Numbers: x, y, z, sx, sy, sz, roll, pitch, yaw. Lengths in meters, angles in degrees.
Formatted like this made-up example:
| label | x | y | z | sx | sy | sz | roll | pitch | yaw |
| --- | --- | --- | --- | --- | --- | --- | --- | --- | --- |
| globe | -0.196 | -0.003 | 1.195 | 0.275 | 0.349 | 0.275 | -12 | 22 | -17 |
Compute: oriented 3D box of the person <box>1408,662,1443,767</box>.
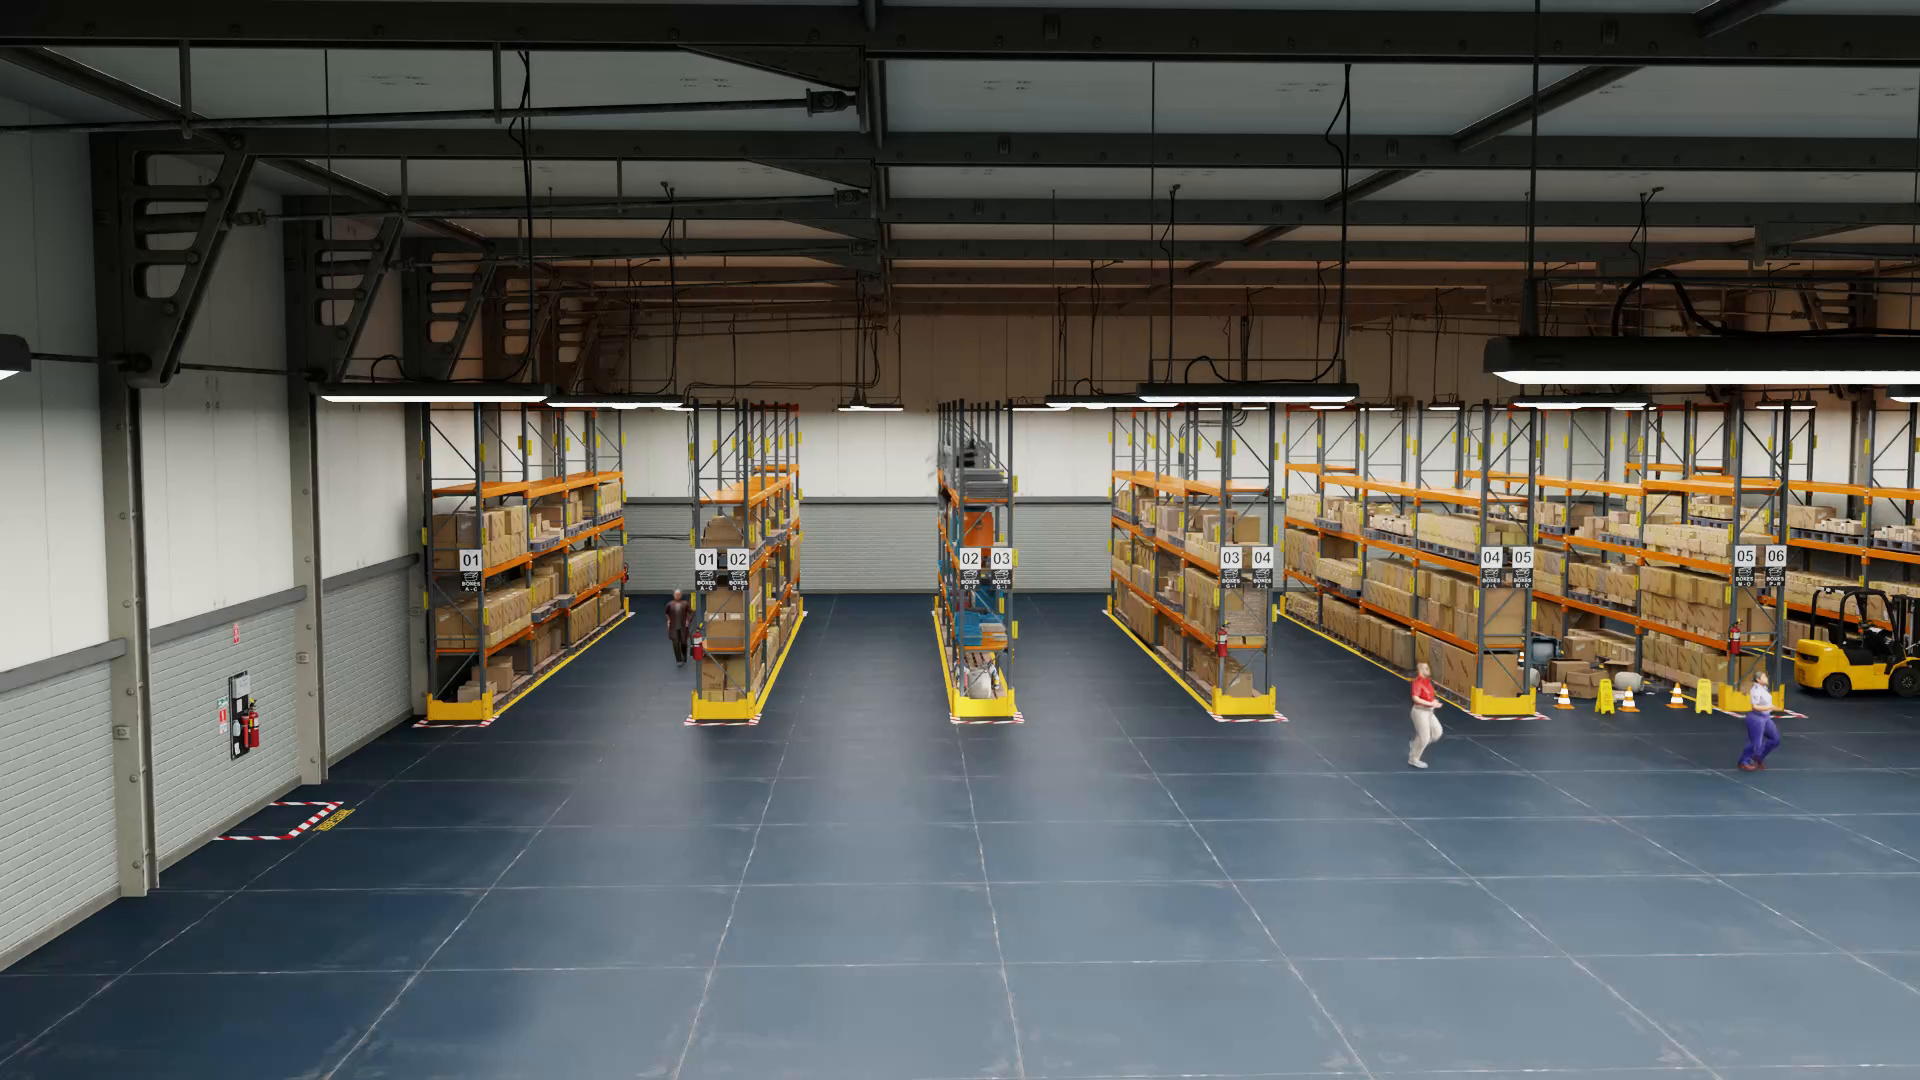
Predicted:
| label | x | y | z | sx | sy | sz | roll | pitch | yaw |
| --- | --- | --- | --- | --- | --- | --- | --- | --- | --- |
| person | 7.547 | 2.828 | 26.951 | 0.578 | 1.695 | 0.715 | 3 | 5 | 33 |

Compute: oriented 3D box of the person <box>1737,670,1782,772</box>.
| label | x | y | z | sx | sy | sz | roll | pitch | yaw |
| --- | --- | --- | --- | --- | --- | --- | --- | --- | --- |
| person | 12.796 | 2.899 | 26.543 | 0.665 | 1.642 | 0.571 | 4 | 6 | 44 |

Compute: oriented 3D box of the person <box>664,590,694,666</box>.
| label | x | y | z | sx | sy | sz | roll | pitch | yaw |
| --- | --- | --- | --- | --- | --- | --- | --- | --- | --- |
| person | -6.373 | 1.994 | 37.667 | 0.689 | 1.730 | 0.632 | 0 | 4 | -4 |

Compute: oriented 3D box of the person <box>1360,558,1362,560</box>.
| label | x | y | z | sx | sy | sz | roll | pitch | yaw |
| --- | --- | --- | --- | --- | --- | --- | --- | --- | --- |
| person | 11.390 | 1.330 | 47.182 | 0.584 | 1.652 | 0.720 | -1 | 4 | -12 |
